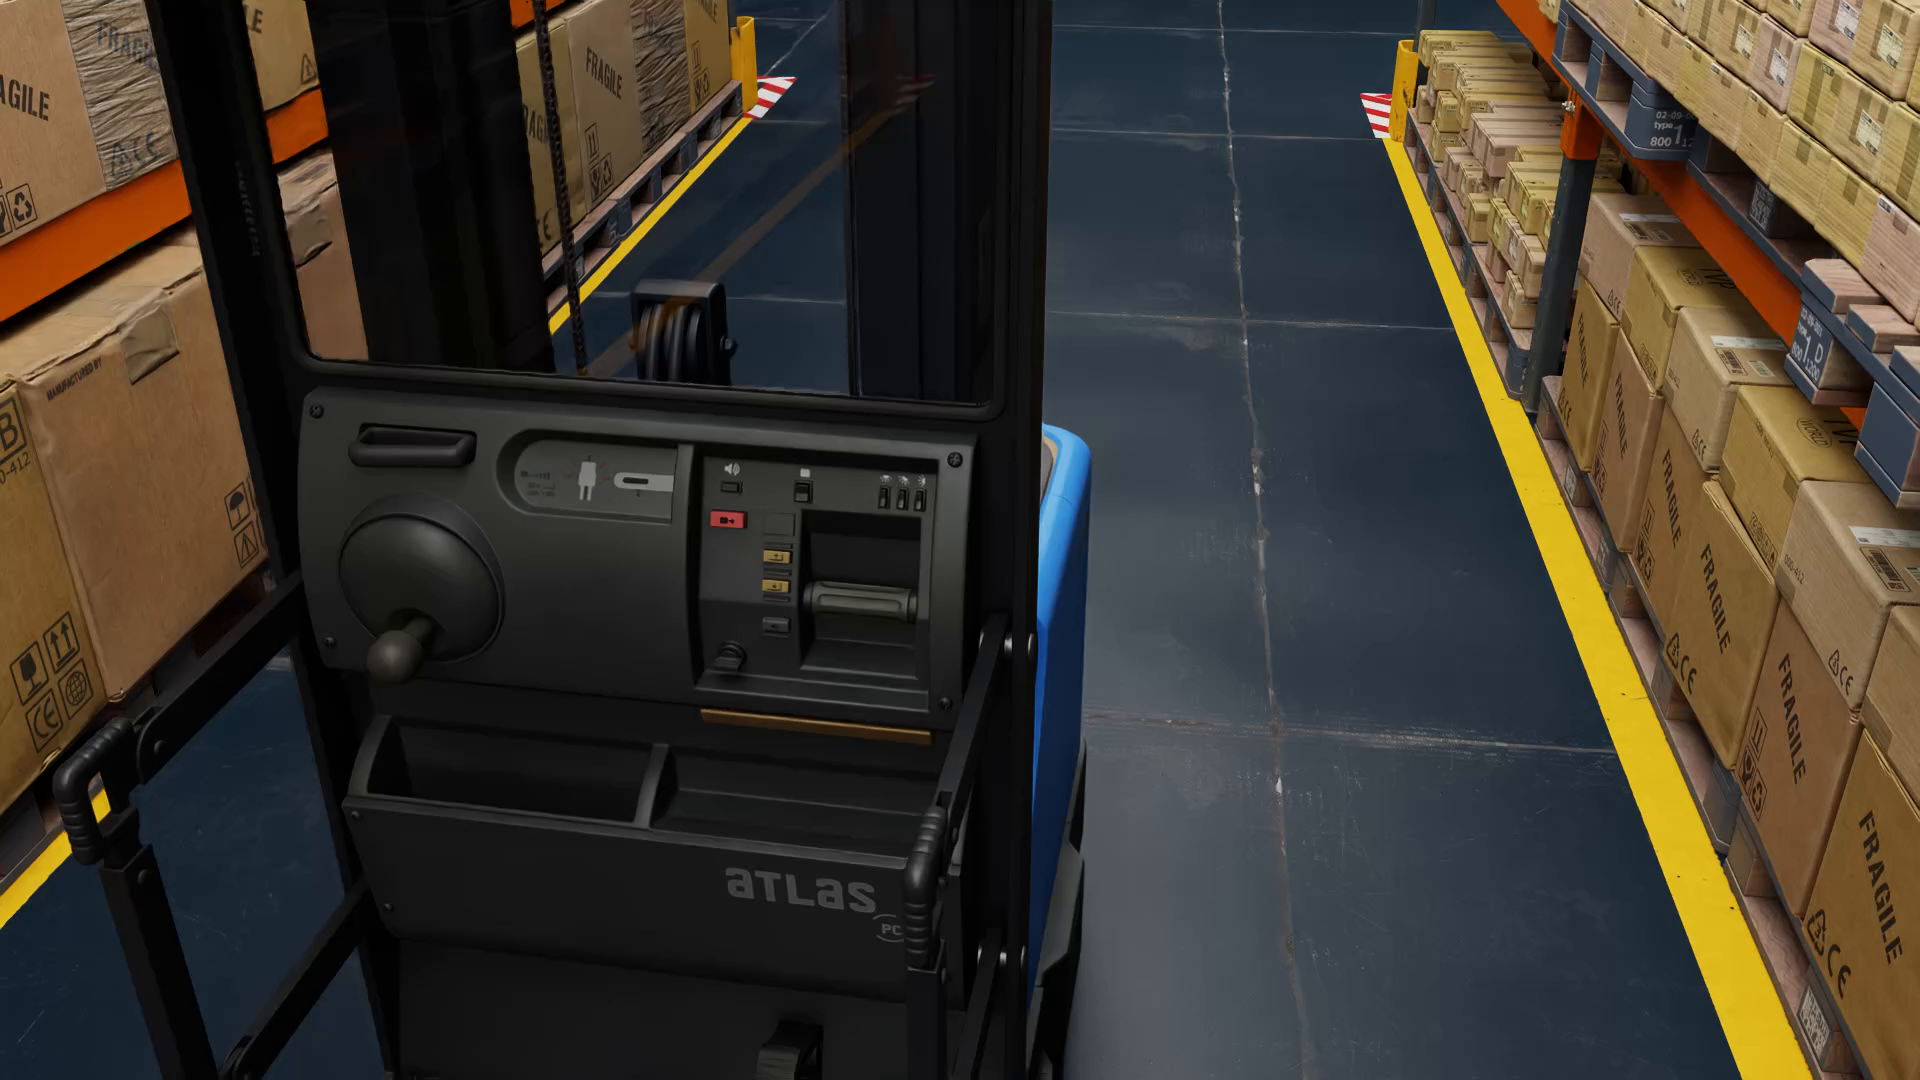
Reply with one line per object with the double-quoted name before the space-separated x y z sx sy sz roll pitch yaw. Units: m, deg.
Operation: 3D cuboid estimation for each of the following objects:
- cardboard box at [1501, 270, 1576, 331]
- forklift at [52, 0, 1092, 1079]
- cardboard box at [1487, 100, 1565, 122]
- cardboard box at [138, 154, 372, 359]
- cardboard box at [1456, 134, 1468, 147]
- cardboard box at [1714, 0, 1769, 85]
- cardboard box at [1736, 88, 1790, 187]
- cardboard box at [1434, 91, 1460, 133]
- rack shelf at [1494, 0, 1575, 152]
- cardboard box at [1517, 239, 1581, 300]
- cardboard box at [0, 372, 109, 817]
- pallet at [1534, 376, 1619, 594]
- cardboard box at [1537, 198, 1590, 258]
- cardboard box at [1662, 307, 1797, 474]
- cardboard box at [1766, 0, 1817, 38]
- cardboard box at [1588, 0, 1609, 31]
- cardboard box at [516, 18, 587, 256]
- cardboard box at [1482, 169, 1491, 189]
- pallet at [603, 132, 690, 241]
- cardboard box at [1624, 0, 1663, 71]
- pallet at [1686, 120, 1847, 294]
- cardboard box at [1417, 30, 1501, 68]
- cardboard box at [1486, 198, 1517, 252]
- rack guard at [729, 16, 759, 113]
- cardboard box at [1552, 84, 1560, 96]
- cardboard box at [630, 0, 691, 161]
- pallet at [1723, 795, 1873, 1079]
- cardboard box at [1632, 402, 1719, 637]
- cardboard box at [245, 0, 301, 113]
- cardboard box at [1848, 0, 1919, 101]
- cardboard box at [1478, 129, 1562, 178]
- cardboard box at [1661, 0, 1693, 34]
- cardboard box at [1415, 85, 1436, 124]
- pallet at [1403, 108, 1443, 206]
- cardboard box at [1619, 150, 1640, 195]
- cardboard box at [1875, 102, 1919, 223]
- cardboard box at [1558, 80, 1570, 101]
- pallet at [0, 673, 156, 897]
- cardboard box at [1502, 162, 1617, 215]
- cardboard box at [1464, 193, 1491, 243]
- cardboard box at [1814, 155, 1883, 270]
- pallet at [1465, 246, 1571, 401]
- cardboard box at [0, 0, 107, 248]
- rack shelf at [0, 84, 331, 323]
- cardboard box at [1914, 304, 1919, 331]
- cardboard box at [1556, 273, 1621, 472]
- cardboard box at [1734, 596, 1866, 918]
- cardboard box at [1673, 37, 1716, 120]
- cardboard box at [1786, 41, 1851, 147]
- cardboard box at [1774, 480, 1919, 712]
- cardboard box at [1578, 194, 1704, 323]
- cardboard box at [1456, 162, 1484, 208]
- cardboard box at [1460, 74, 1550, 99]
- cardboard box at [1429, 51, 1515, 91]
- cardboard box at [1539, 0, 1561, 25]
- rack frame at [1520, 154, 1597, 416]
"cardboard box" 2.288 -0.911 6.342 0.380 0.149 0.250 4 29 7
"forklift" -0.479 0.065 2.039 1.130 2.935 3.031 5 29 9
"cardboard box" 2.590 -1.880 7.513 0.380 0.149 0.250 3 29 6
"cardboard box" -2.499 -0.639 5.071 1.225 0.875 0.875 2 28 4
"cardboard box" 2.636 -1.877 8.134 0.380 0.149 0.250 3 29 6
"cardboard box" 1.884 -1.087 3.614 0.380 0.149 0.250 3 28 5
"cardboard box" 1.855 -0.831 3.451 0.380 0.149 0.250 4 29 8
"cardboard box" 2.579 -2.128 8.287 0.380 0.149 0.250 4 29 8
"rack shelf" 2.824 -2.402 7.304 1.077 0.370 4.000 3 28 6
"cardboard box" 2.302 -1.004 6.201 0.380 0.149 0.250 4 29 7
"cardboard box" -2.717 0.197 3.519 1.225 0.875 0.875 2 28 4
"pallet" 2.485 -0.183 5.367 1.003 0.211 1.213 3 28 6
"cardboard box" 2.364 -1.151 6.160 0.380 0.149 0.250 4 29 8
"cardboard box" 2.096 -0.368 4.173 0.500 0.250 0.500 4 29 8
"cardboard box" 1.854 -1.096 3.317 0.380 0.149 0.250 5 29 9
"cardboard box" 2.046 -1.562 4.808 0.380 0.149 0.250 4 29 7
"cardboard box" -2.171 -1.668 6.981 0.875 0.875 0.875 3 28 6
"cardboard box" 2.531 -1.618 7.340 0.380 0.149 0.250 2 28 4
"pallet" -2.014 -1.814 8.395 1.003 0.211 1.213 3 28 6
"cardboard box" 1.979 -1.326 4.371 0.380 0.149 0.250 4 29 7
"pallet" 2.290 -0.744 3.670 1.003 0.211 1.213 3 28 6
"cardboard box" 2.667 -2.625 8.895 0.380 0.149 0.250 2 28 4
"cardboard box" 2.338 -1.260 6.675 0.380 0.149 0.250 2 28 4
"rack guard" -1.839 -2.906 10.118 1.175 0.500 0.348 3 28 6
"cardboard box" 3.225 -2.211 8.440 0.380 0.149 0.250 2 28 4
"cardboard box" -1.952 -2.511 8.545 0.875 0.875 0.875 3 28 6
"pallet" 2.186 0.966 3.235 1.003 0.211 1.213 3 28 6
"cardboard box" 2.111 -0.032 4.340 0.500 0.500 0.500 4 29 7
"cardboard box" -2.242 -1.442 4.658 0.500 0.500 0.500 3 28 6
"cardboard box" 1.788 -0.855 2.869 0.380 0.149 0.250 4 29 8
"cardboard box" 2.430 -1.642 7.071 0.380 0.149 0.250 2 28 4
"cardboard box" 1.951 -1.330 4.065 0.380 0.149 0.250 4 29 8
"cardboard box" 2.687 -2.362 9.034 0.380 0.149 0.250 4 29 7
"pallet" 2.925 -2.016 8.770 1.003 0.211 1.213 3 28 6
"cardboard box" 2.910 -1.491 6.791 0.380 0.149 0.250 3 28 5
"cardboard box" 1.758 -0.608 2.724 0.380 0.149 0.250 4 29 7
"cardboard box" 3.167 -2.225 8.153 0.380 0.149 0.250 2 28 4
"pallet" -2.650 0.631 3.856 1.003 0.211 1.213 3 28 6
"cardboard box" 2.379 -1.391 6.606 0.380 0.149 0.250 3 28 6
"cardboard box" 2.415 -1.398 7.246 0.380 0.149 0.250 3 28 6
"cardboard box" 1.790 -0.582 2.990 0.380 0.149 0.250 3 28 6
"pallet" 2.626 -0.867 6.638 1.003 0.211 1.213 3 28 6
"cardboard box" -2.372 -0.971 3.784 0.500 0.500 0.500 3 28 5
"rack shelf" -2.577 -0.855 4.432 1.077 0.370 4.000 3 28 6
"cardboard box" 1.725 -0.344 2.548 0.380 0.149 0.250 3 28 6
"cardboard box" 2.225 -0.529 5.262 0.500 0.500 0.500 4 29 8
"cardboard box" 1.977 0.452 3.440 0.500 0.500 0.500 4 29 8
"cardboard box" 1.919 -1.078 3.910 0.380 0.149 0.250 3 28 5
"cardboard box" 1.822 -0.843 3.160 0.380 0.149 0.250 3 28 6
"cardboard box" 1.963 0.116 3.274 0.500 0.250 0.500 4 29 7
"cardboard box" 2.226 -0.859 5.084 0.500 0.250 0.500 2 28 4
"cardboard box" 2.511 -1.633 7.681 0.380 0.149 0.250 3 28 6
"cardboard box" 2.603 -2.125 7.968 0.380 0.149 0.250 4 29 8
"cardboard box" 2.595 -2.377 8.435 0.380 0.149 0.250 3 28 6
"cardboard box" 2.305 -1.942 5.957 0.380 0.149 0.250 3 28 5
"rack frame" 2.579 -1.777 5.386 1.000 3.000 0.127 3 28 6
